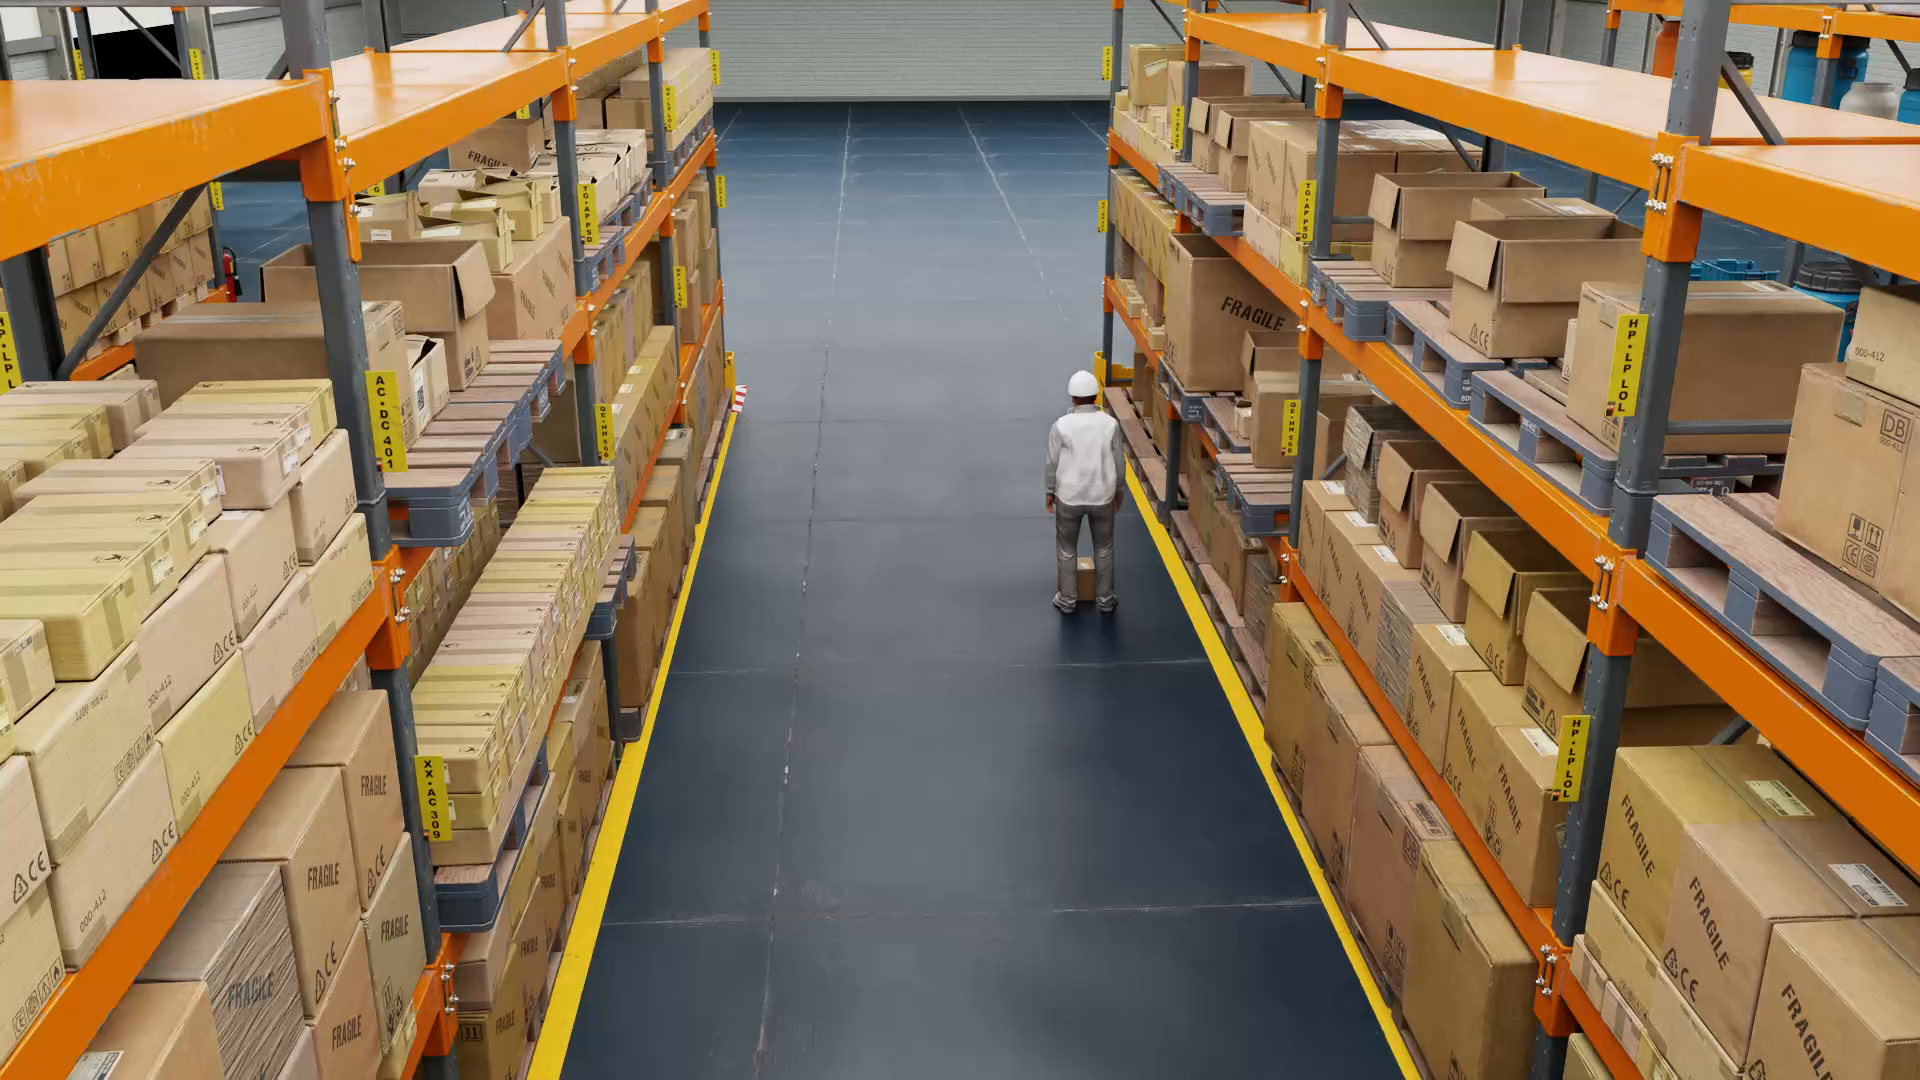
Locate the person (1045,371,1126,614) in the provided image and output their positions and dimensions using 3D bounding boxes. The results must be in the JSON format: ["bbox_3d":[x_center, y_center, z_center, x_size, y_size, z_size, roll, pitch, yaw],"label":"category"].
[{"bbox_3d":[0.895,-0.334,11.943,0.583,1.771,0.466,-1,20,-4],"label":"person"}]
